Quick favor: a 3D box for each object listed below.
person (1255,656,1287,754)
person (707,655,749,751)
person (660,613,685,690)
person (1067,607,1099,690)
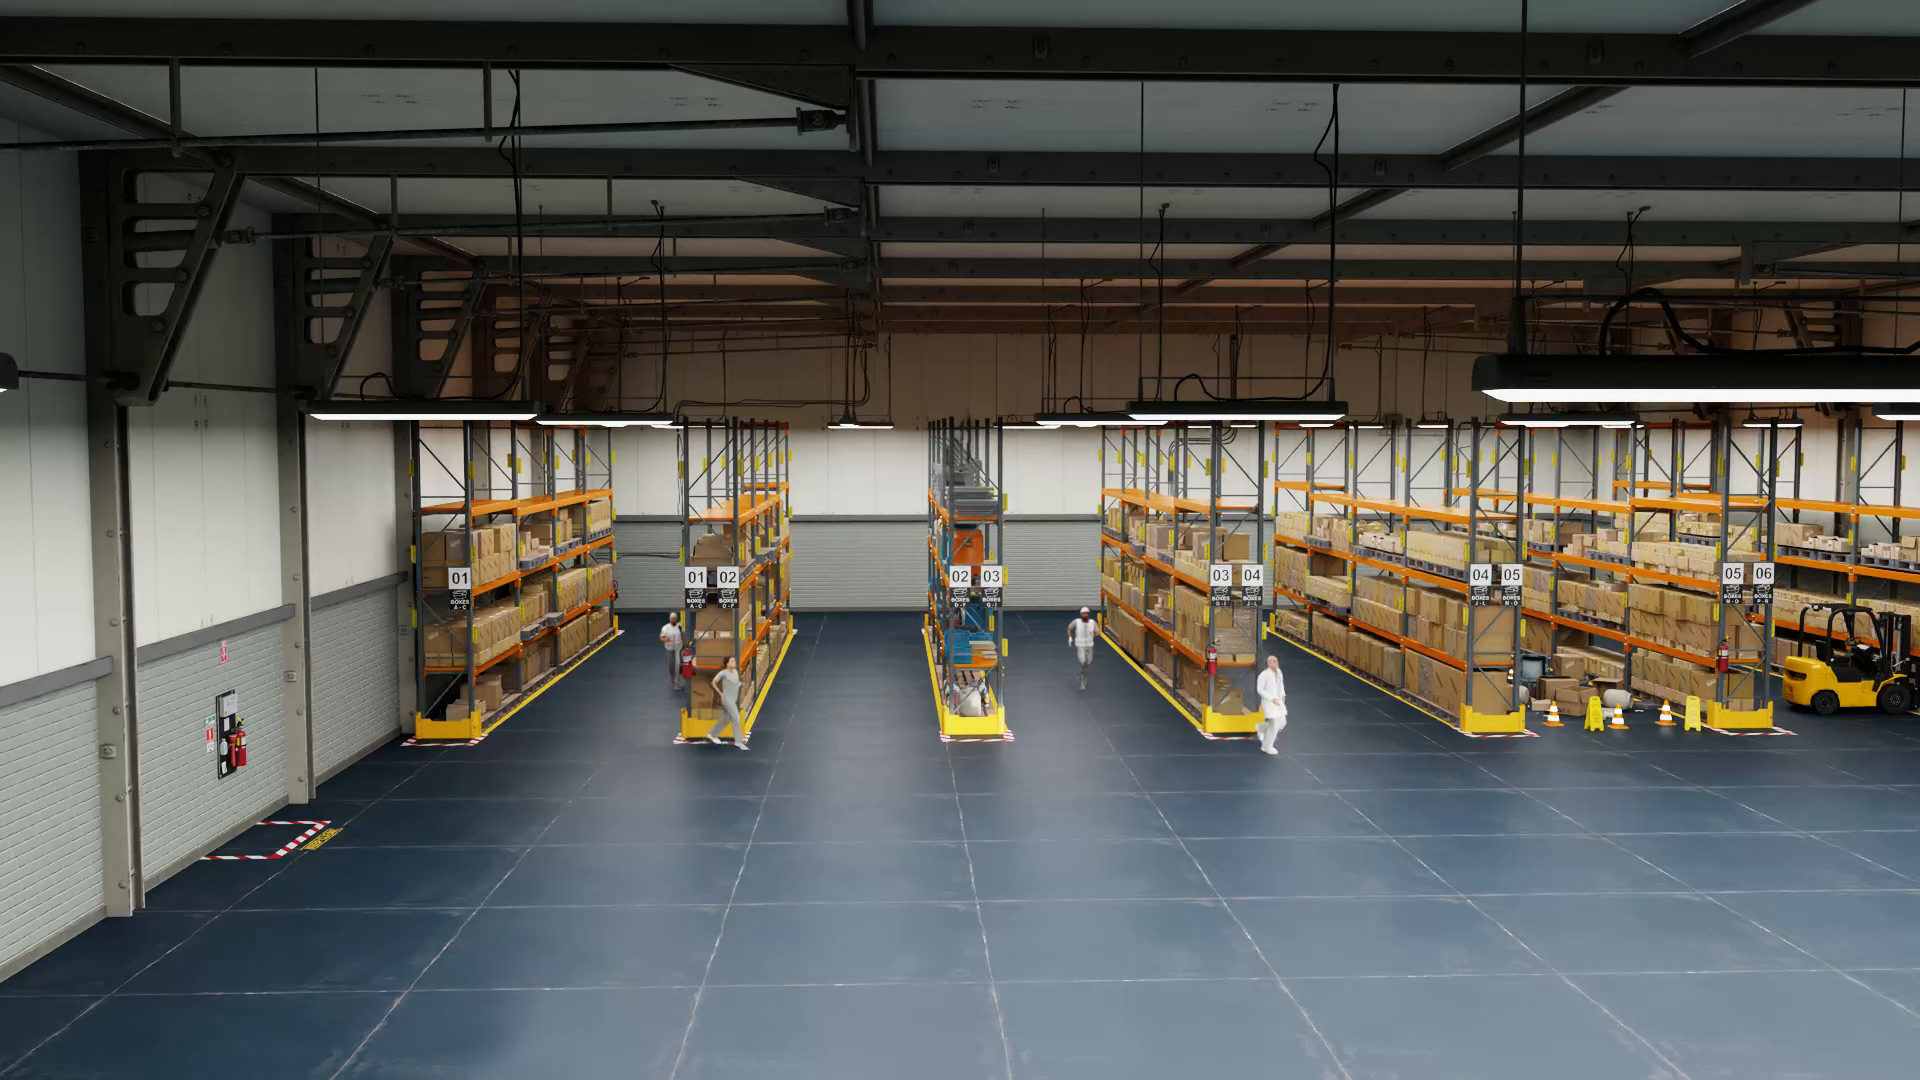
[{"bbox_3d":[5.538,2.928,29.685,0.727,1.752,0.706,-3,5,-41],"label":"person"},{"bbox_3d":[-4.182,2.923,30.065,0.880,1.701,0.549,1,4,22],"label":"person"},{"bbox_3d":[-6.384,2.459,37.109,0.602,1.678,0.934,0,4,-7],"label":"person"},{"bbox_3d":[2.772,2.412,37.097,0.666,1.843,0.782,-1,4,-13],"label":"person"}]
